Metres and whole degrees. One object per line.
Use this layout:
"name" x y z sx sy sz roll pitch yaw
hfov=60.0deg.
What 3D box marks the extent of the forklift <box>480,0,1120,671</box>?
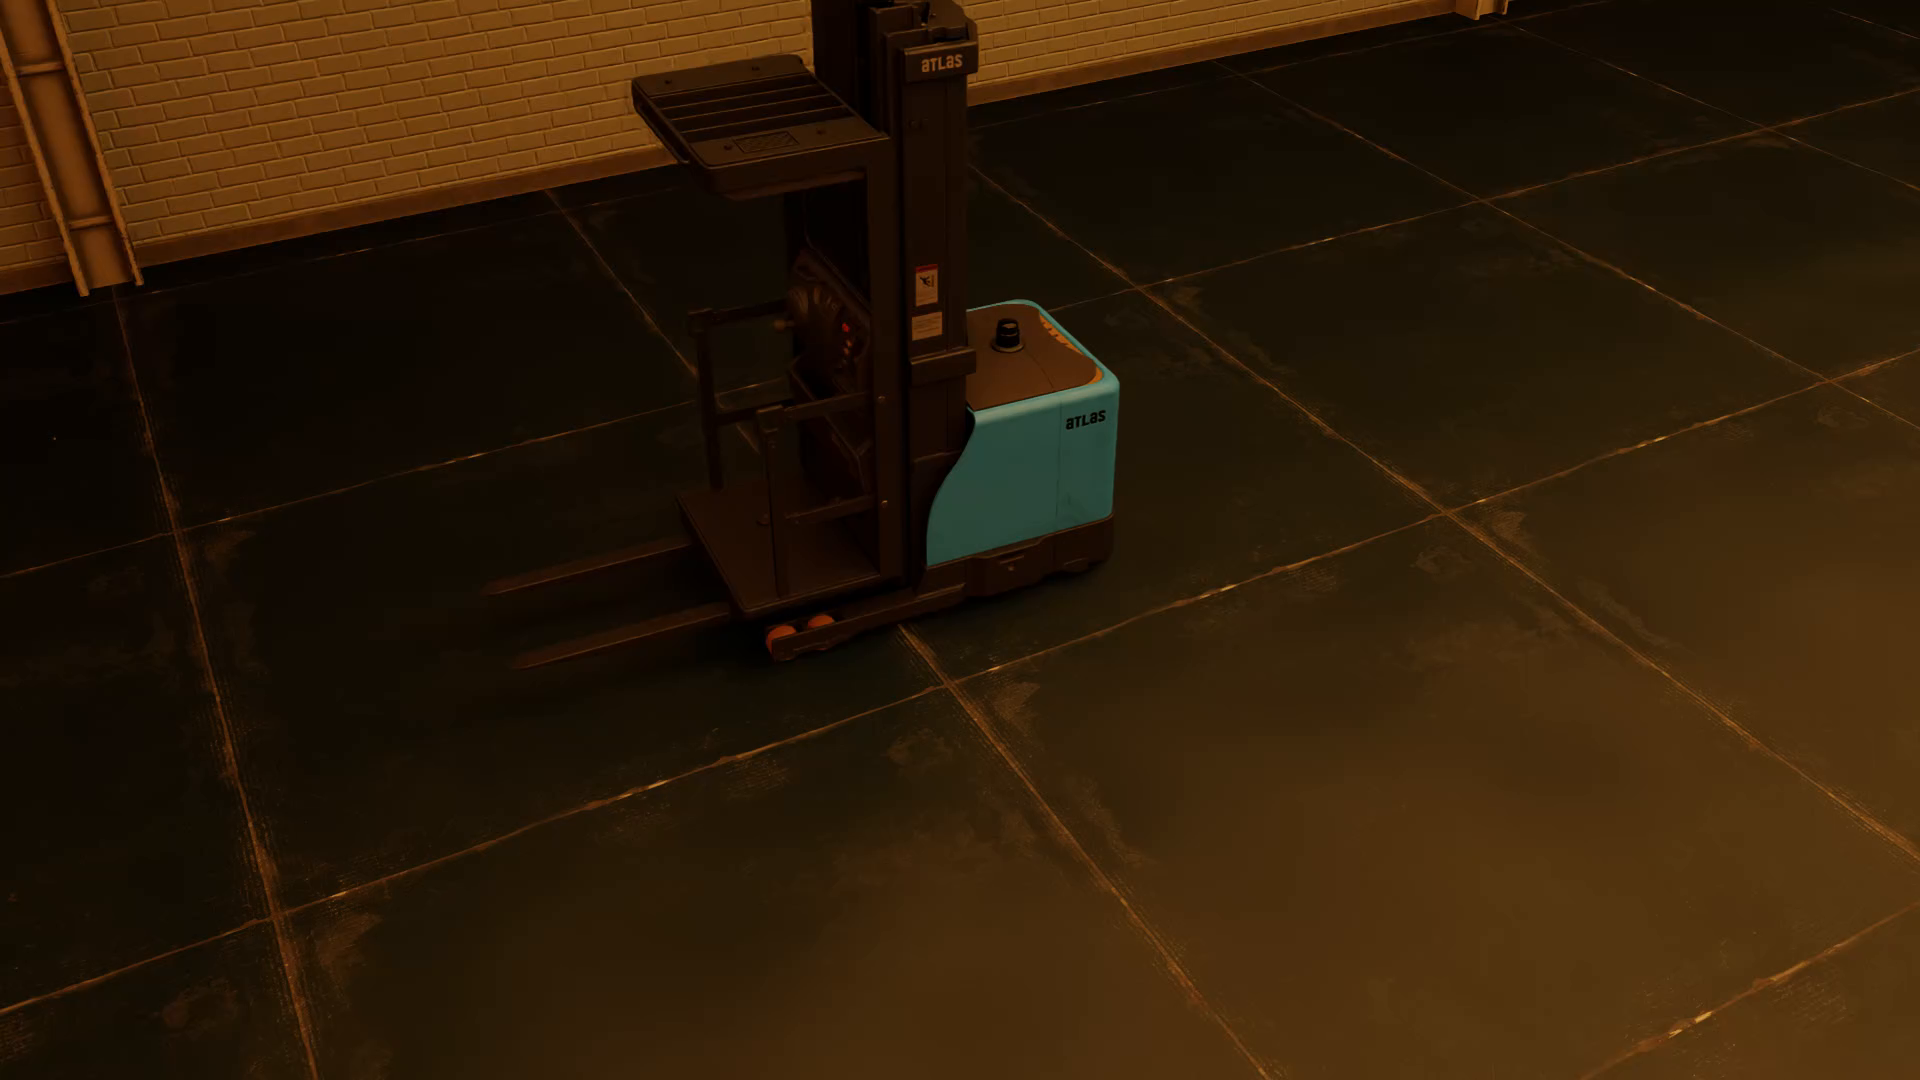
"forklift" -0.783 -0.974 7.501 3.031 2.935 1.130 -15 38 -20
